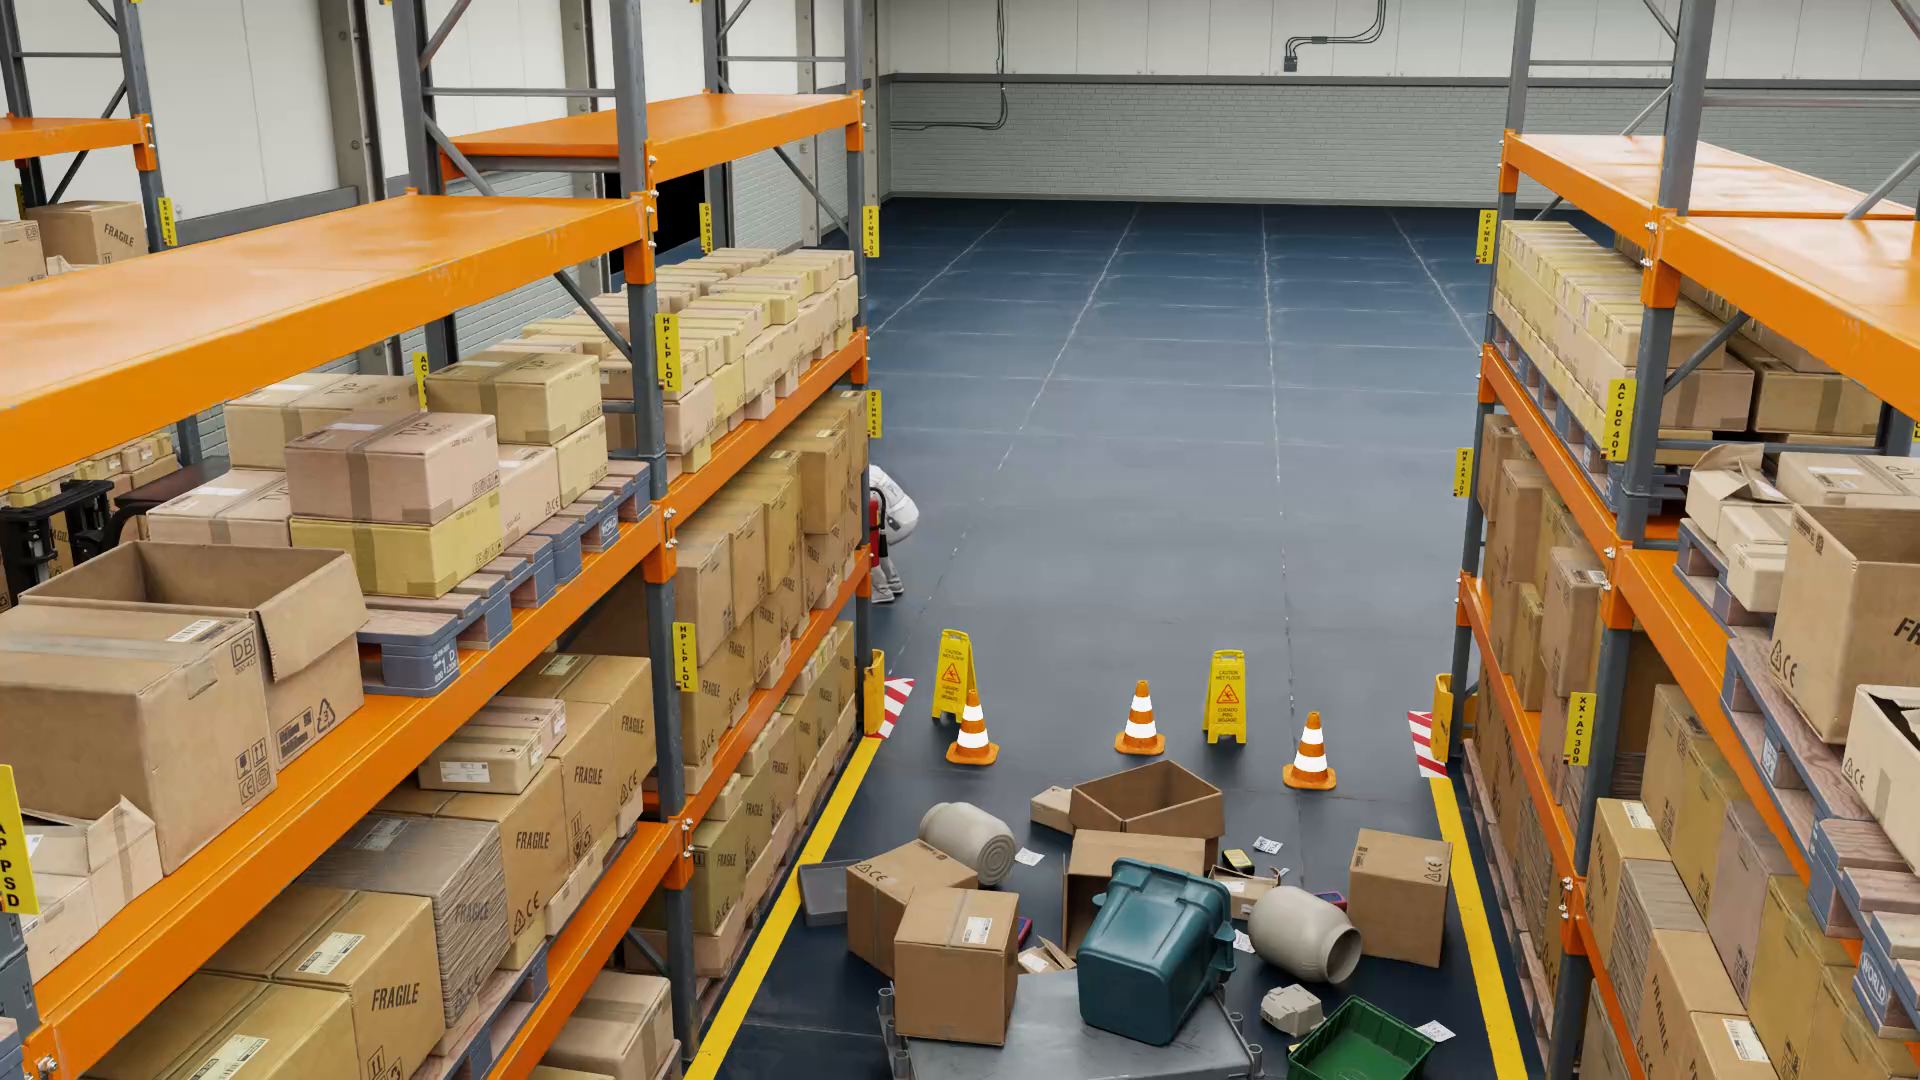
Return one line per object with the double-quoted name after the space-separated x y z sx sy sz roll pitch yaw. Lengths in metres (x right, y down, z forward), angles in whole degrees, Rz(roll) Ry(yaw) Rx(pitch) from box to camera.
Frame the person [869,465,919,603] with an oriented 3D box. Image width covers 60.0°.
-0.724 -0.130 14.022 0.736 1.322 0.534 3 18 9 "person"
